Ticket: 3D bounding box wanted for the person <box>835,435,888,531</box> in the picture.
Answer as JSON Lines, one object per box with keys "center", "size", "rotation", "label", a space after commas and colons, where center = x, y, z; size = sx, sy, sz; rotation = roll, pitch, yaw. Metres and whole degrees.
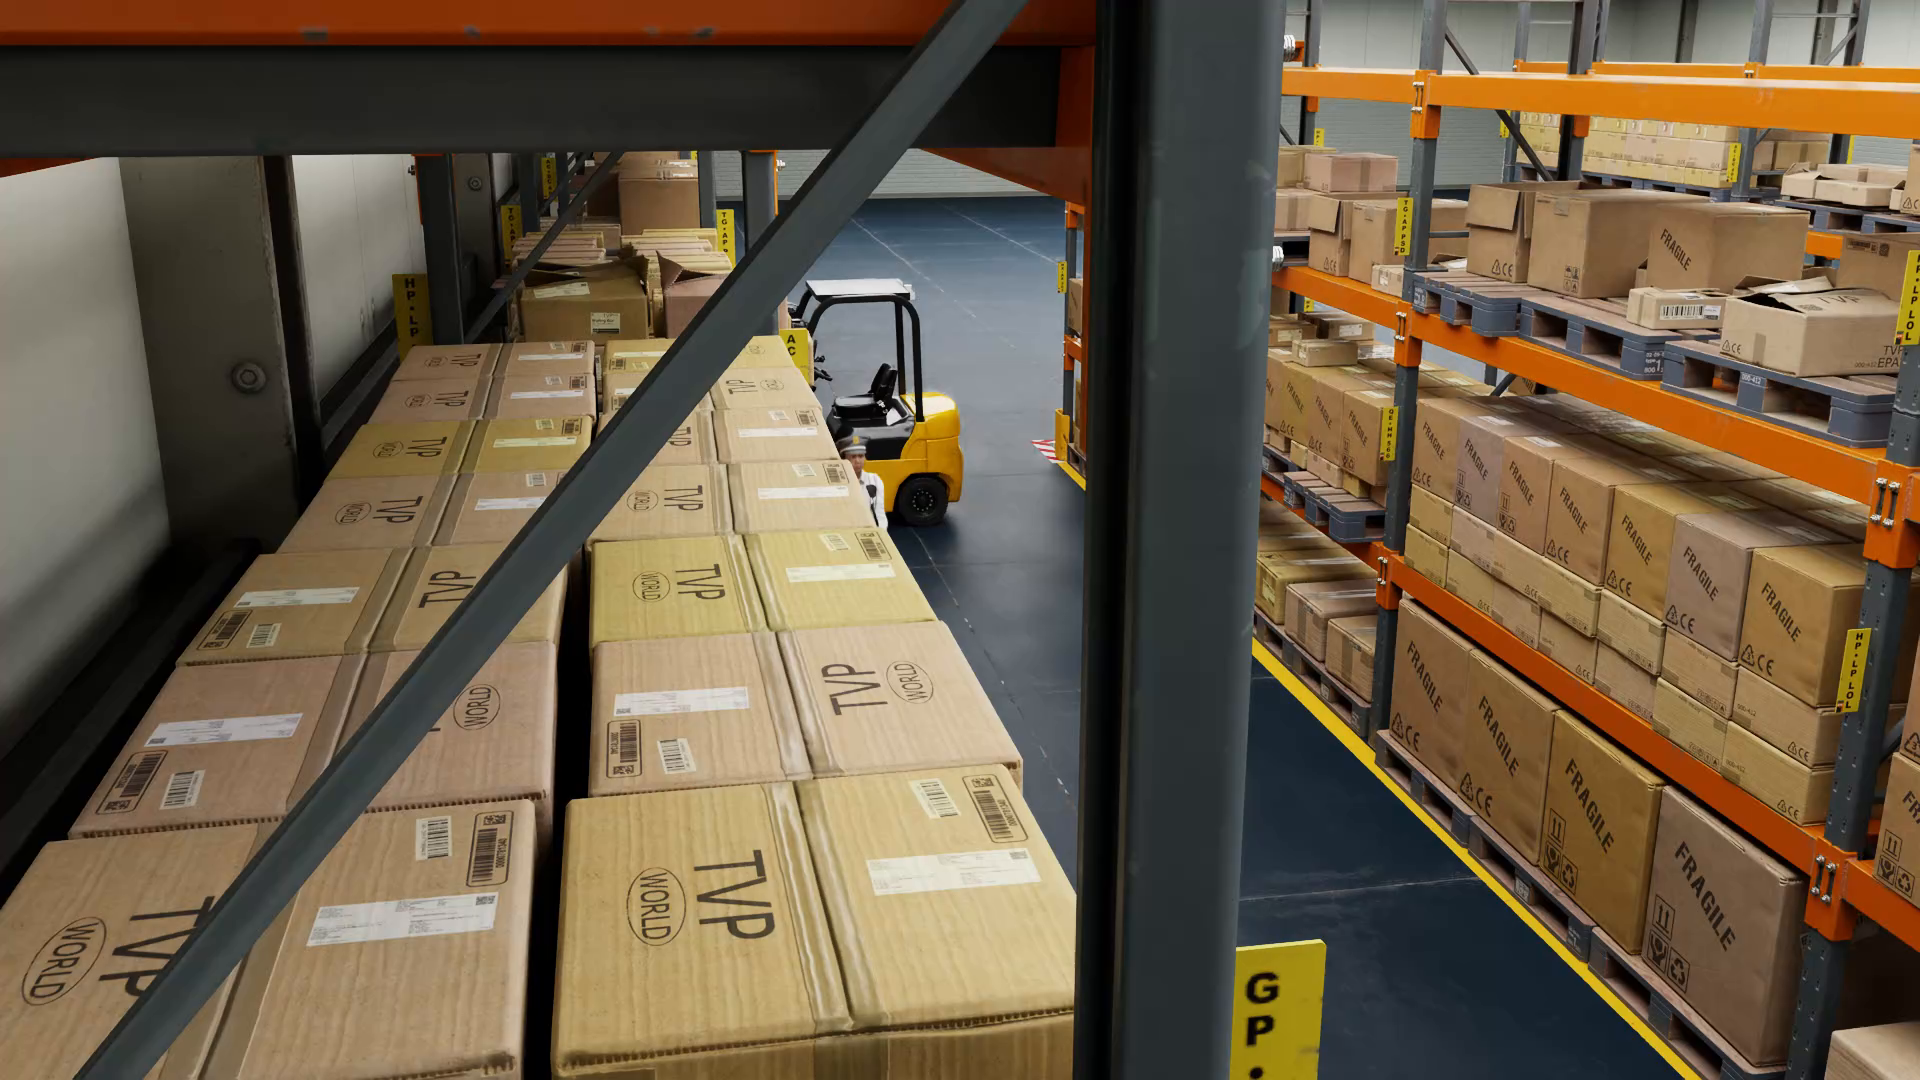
{"center": [-0.732, 0.105, 11.635], "size": [0.460, 1.686, 0.557], "rotation": [-3, 17, -10], "label": "person"}
